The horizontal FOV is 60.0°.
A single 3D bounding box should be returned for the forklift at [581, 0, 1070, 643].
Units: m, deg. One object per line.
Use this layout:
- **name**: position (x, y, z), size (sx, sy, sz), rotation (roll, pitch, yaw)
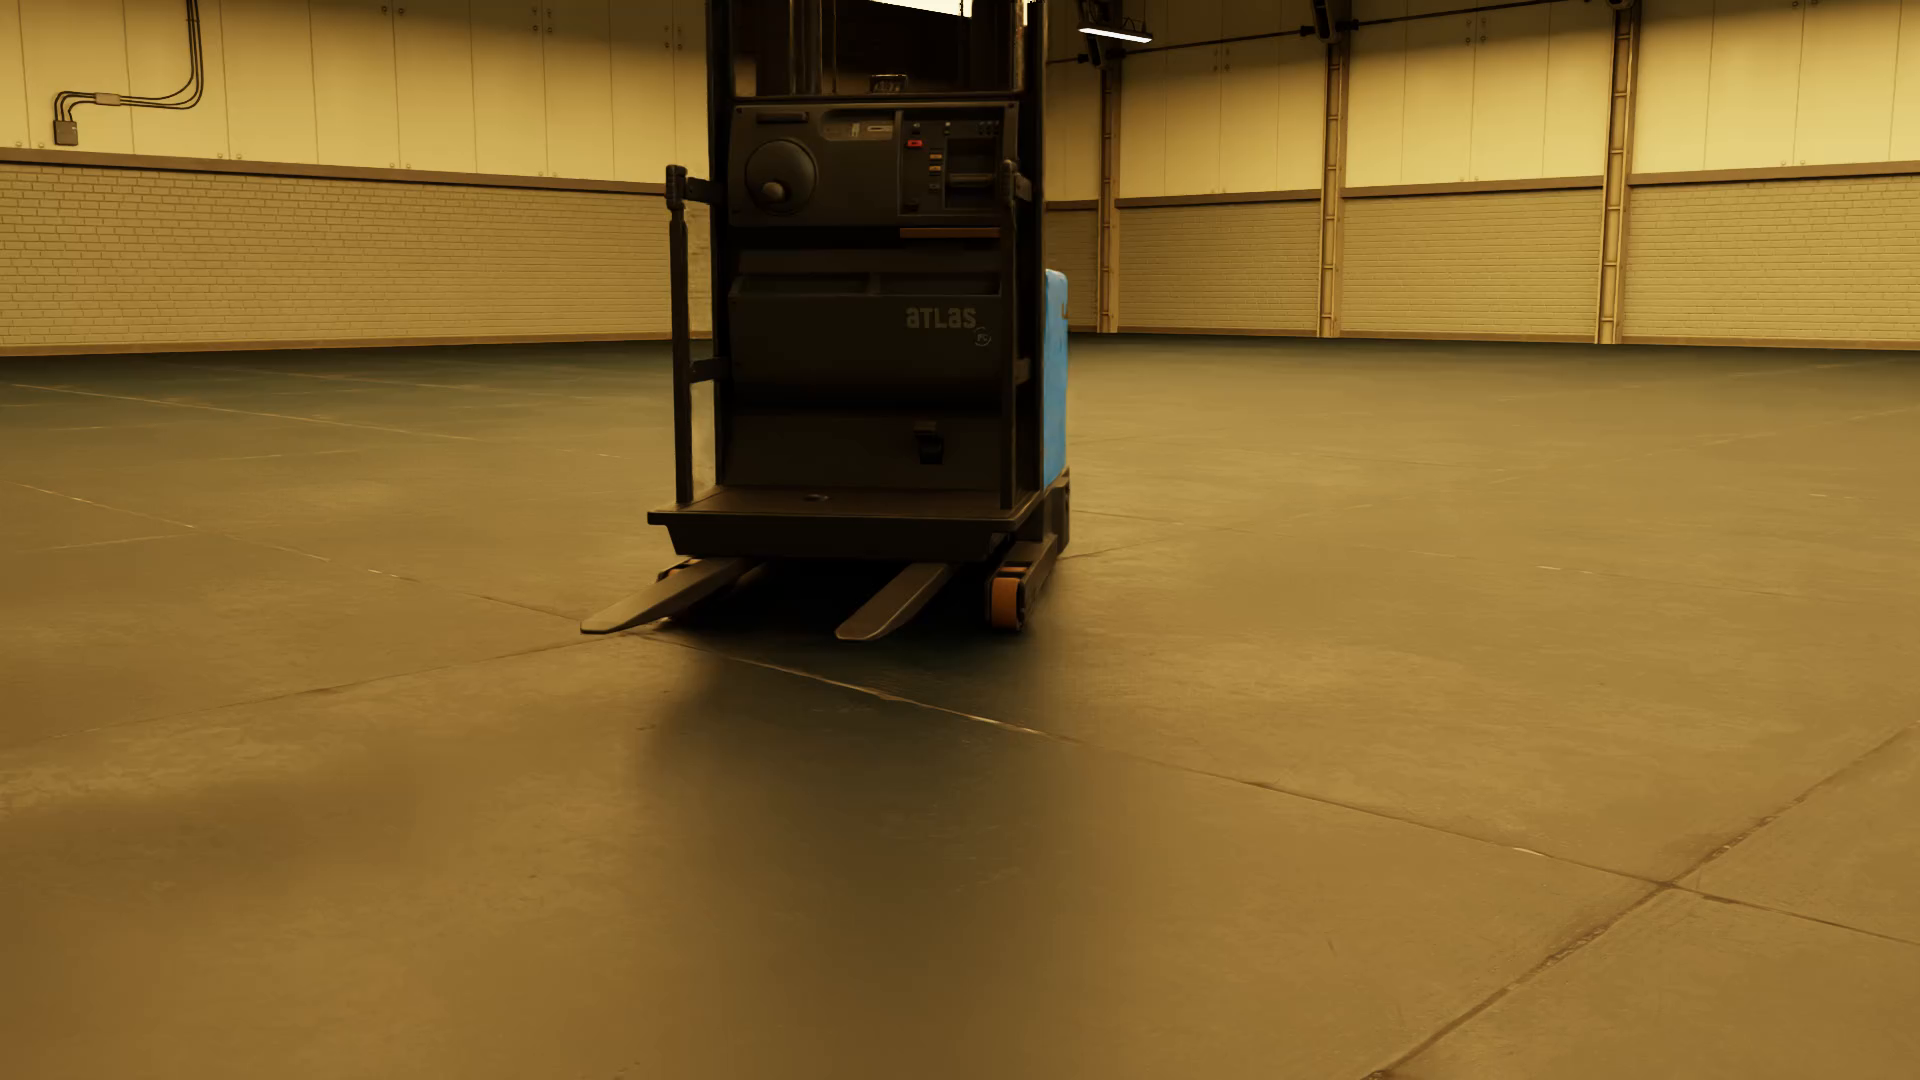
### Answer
- **forklift**: position (-0.308, -1.235, 5.072), size (1.130, 2.935, 3.031), rotation (1, 9, 9)
